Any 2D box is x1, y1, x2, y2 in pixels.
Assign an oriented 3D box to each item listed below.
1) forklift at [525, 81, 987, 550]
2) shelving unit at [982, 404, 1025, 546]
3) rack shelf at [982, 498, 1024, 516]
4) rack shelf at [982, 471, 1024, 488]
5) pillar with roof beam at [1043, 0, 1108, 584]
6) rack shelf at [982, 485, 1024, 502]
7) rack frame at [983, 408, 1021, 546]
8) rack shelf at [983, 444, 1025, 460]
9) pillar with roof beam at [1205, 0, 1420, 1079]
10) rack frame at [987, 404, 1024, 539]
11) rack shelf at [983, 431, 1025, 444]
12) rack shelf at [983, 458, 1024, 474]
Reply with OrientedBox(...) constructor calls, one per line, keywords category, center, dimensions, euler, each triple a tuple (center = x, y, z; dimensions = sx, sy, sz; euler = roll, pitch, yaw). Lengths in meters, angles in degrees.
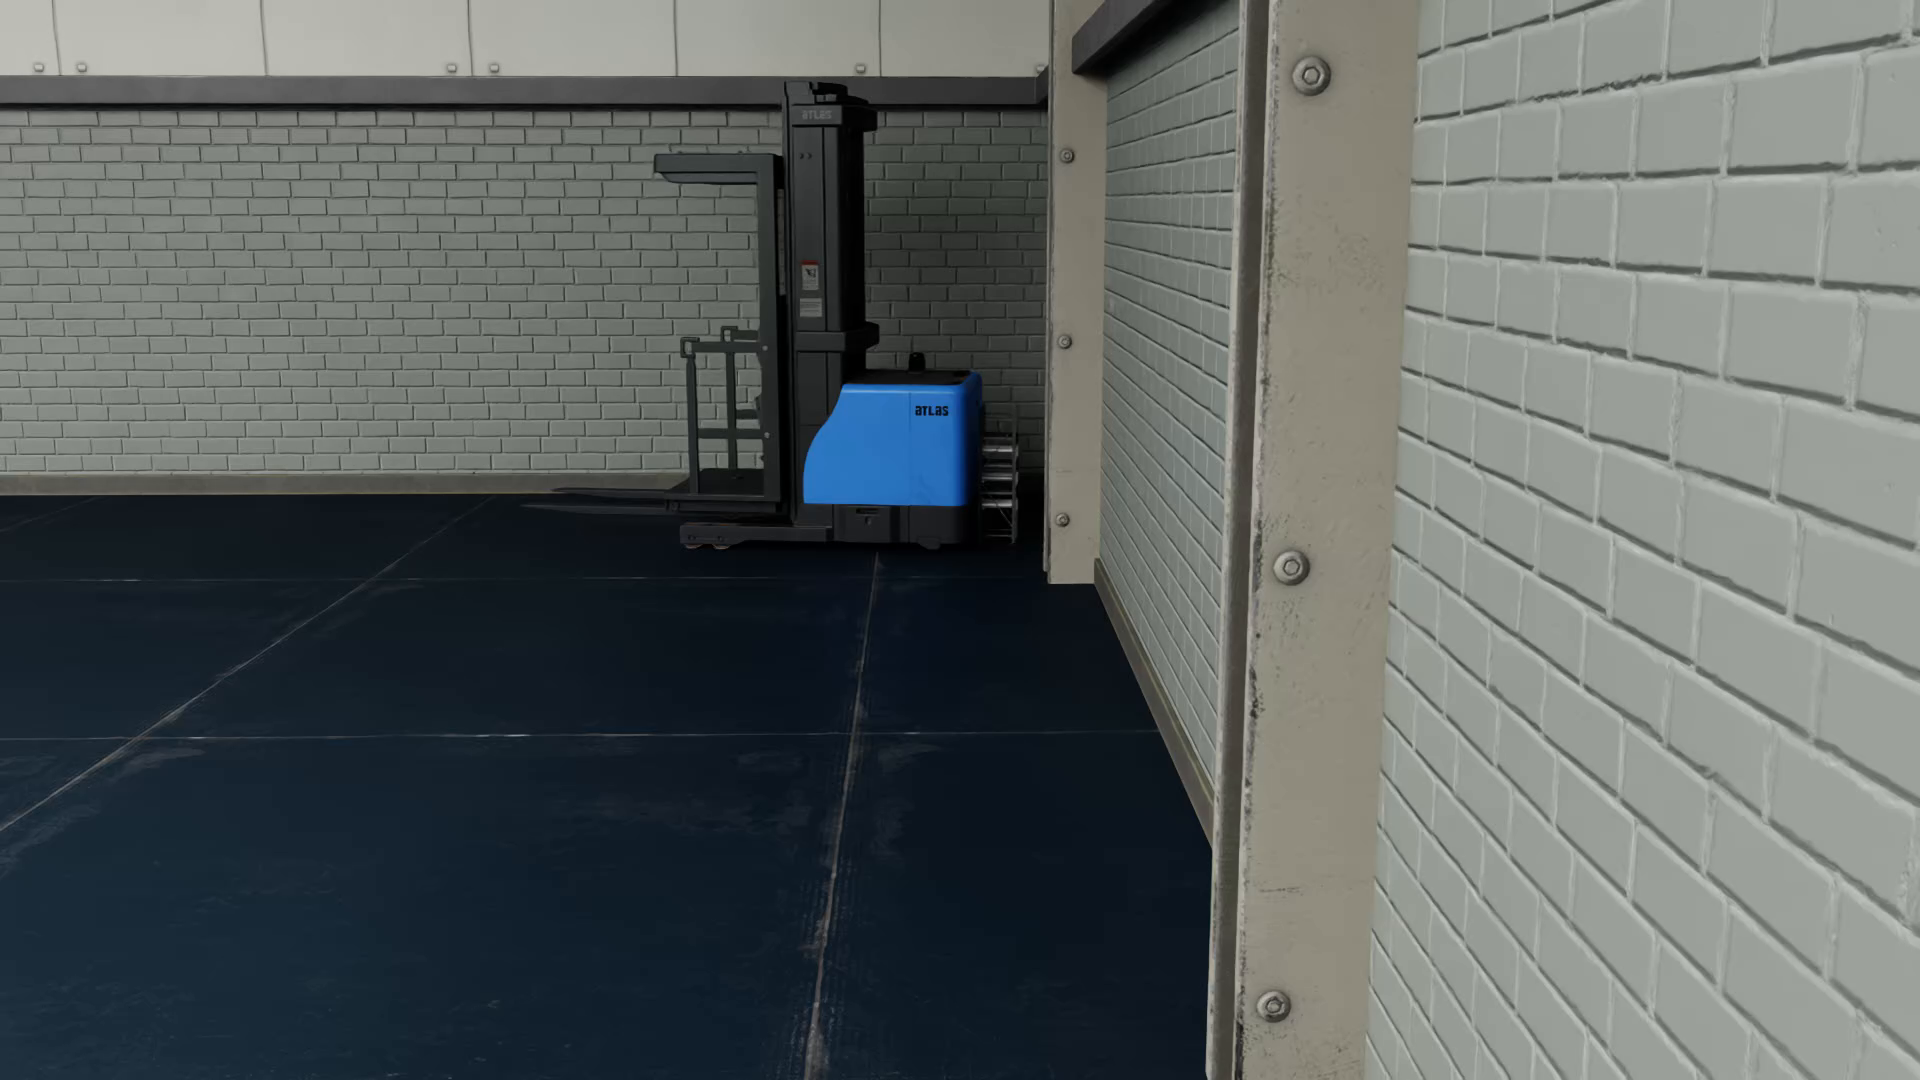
OrientedBox(category="forklift", center=(-1.357, -1.477, 10.968), dimensions=(3.031, 2.935, 1.130), euler=(1, 12, 7))
OrientedBox(category="shelving unit", center=(0.286, -0.429, 10.907), dimensions=(0.258, 0.900, 0.210), euler=(2, 12, 7))
OrientedBox(category="rack shelf", center=(0.285, -0.220, 10.949), dimensions=(0.258, 0.077, 0.200), euler=(2, 12, 7))
OrientedBox(category="rack shelf", center=(0.286, -0.396, 10.913), dimensions=(0.258, 0.077, 0.200), euler=(2, 12, 7))
OrientedBox(category="pillar with roof beam", center=(-3.635, -4.176, 9.009), dimensions=(9.100, 9.000, 0.400), euler=(0, 11, -1))
OrientedBox(category="rack shelf", center=(0.286, -0.308, 10.931), dimensions=(0.258, 0.077, 0.200), euler=(2, 12, 7))
OrientedBox(category="rack frame", center=(0.274, -0.409, 10.808), dimensions=(0.240, 0.900, 0.006), euler=(2, 12, 7))
OrientedBox(category="rack shelf", center=(0.286, -0.572, 10.877), dimensions=(0.258, 0.077, 0.200), euler=(2, 12, 7))
OrientedBox(category="pillar with roof beam", center=(-3.511, -2.983, 3.130), dimensions=(9.100, 9.000, 0.400), euler=(0, 11, -1))
OrientedBox(category="rack frame", center=(0.298, -0.449, 11.005), dimensions=(0.240, 0.900, 0.006), euler=(2, 12, 7))
OrientedBox(category="rack shelf", center=(0.287, -0.661, 10.859), dimensions=(0.258, 0.077, 0.200), euler=(2, 12, 7))
OrientedBox(category="rack shelf", center=(0.286, -0.484, 10.895), dimensions=(0.258, 0.077, 0.200), euler=(2, 12, 7))
